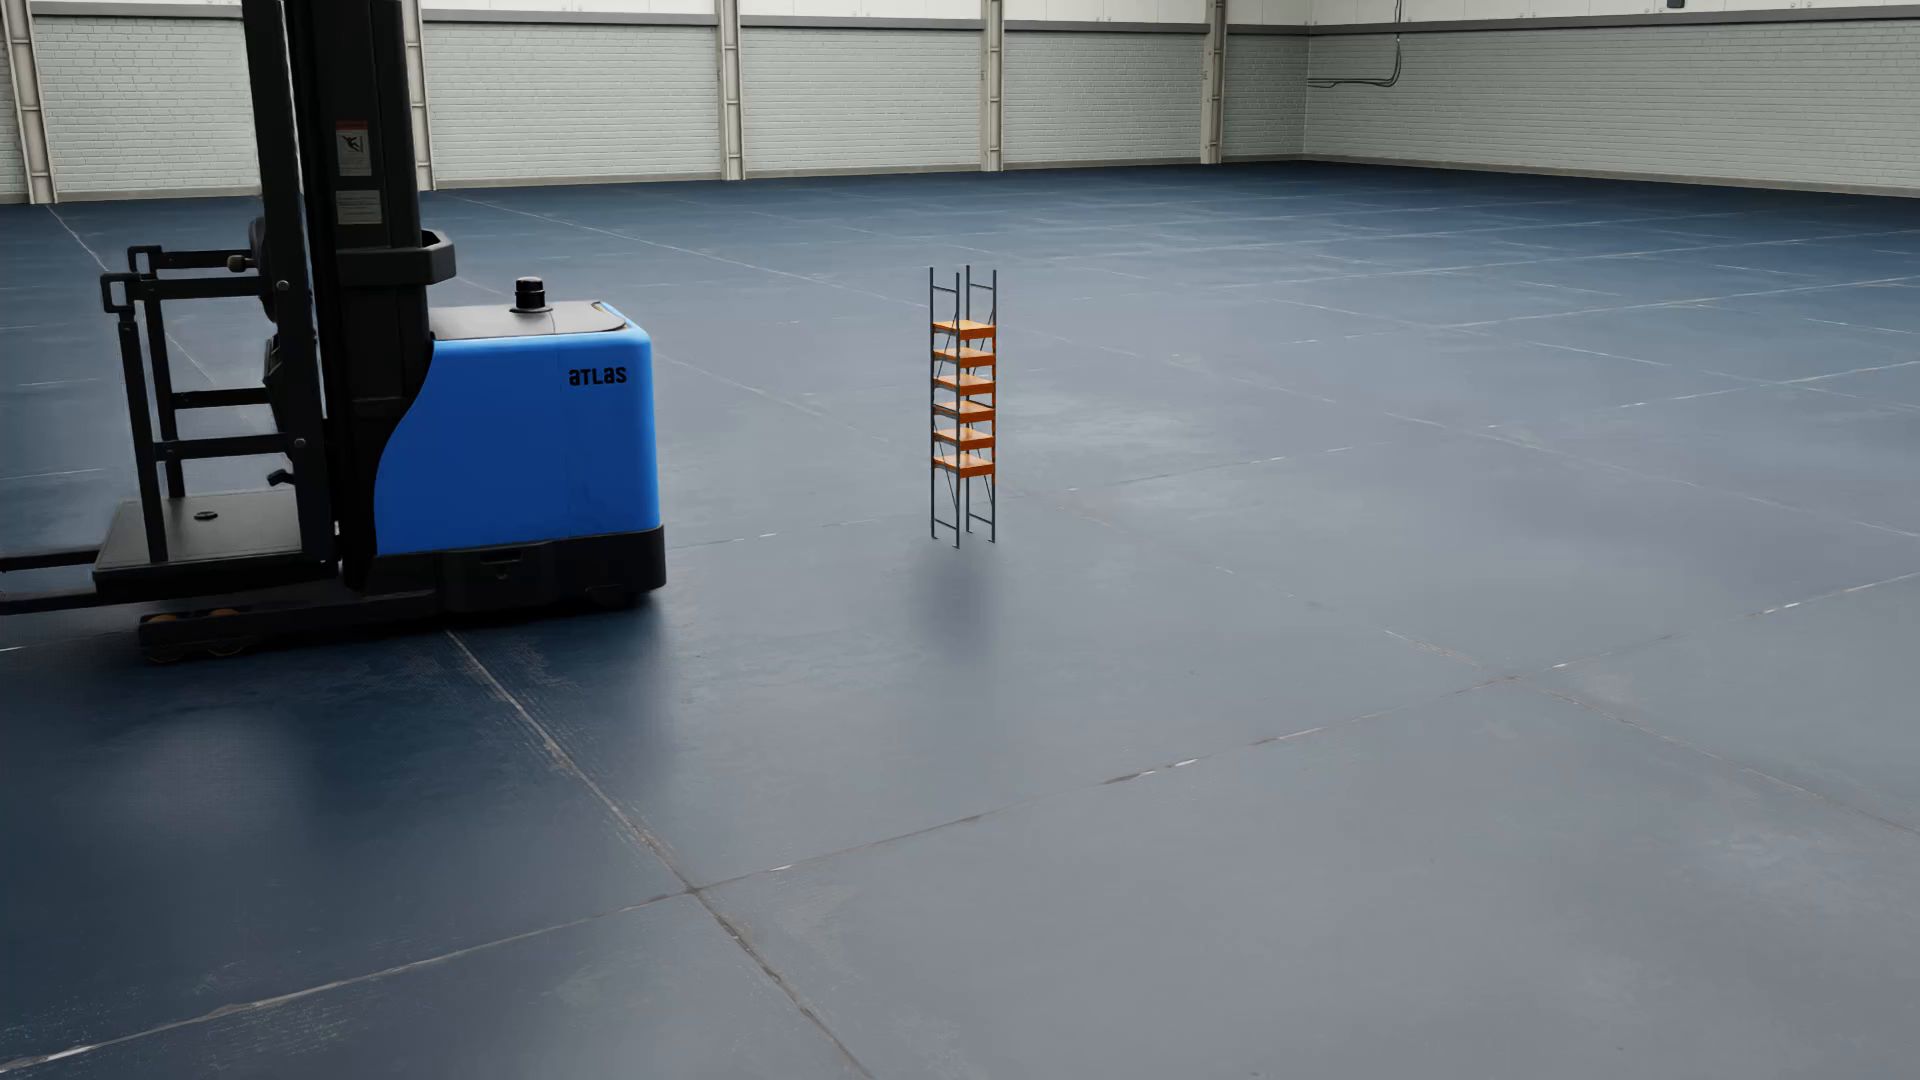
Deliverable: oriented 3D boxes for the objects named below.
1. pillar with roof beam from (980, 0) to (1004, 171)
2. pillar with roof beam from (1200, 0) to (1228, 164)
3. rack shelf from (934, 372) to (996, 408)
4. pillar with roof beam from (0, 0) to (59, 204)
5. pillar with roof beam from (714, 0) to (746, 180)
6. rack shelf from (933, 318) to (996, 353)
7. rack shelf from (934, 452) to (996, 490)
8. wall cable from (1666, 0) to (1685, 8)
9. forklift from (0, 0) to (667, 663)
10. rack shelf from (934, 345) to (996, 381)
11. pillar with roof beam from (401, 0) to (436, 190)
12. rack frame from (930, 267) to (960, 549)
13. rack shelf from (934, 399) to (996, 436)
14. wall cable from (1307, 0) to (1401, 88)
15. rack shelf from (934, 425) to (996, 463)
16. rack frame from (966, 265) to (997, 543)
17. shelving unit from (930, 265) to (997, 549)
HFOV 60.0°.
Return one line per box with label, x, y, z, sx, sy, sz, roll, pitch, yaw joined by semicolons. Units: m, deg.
pillar with roof beam;2.899;-11.266;30.928;0.400;9.000;9.100;-9;18;-30
pillar with roof beam;8.042;-12.100;33.904;0.400;9.000;9.100;-9;18;-30
rack shelf;0.012;-0.653;7.235;0.180;0.103;0.258;-9;18;-30
pillar with roof beam;-12.531;-8.764;22.002;0.400;9.000;9.100;-9;18;-30
pillar with roof beam;-2.244;-10.432;27.953;0.400;9.000;9.100;-9;18;-30
rack shelf;0.012;-0.884;7.170;0.180;0.103;0.258;-9;18;-30
rack shelf;0.012;-0.306;7.332;0.180;0.103;0.258;-9;18;-30
wall cable;13.907;-12.639;29.524;0.169;6.003;2.305;-9;18;-30
forklift;-2.725;-1.140;6.045;3.031;2.935;1.130;-6;17;-20
rack shelf;0.012;-0.768;7.202;0.180;0.103;0.258;-9;18;-30
pillar with roof beam;-7.387;-9.598;24.978;0.400;9.000;9.100;-9;18;-30
rack frame;-0.066;-0.567;7.210;0.006;1.200;0.240;-9;18;-30
rack shelf;0.012;-0.537;7.267;0.180;0.103;0.258;-9;18;-30
wall cable;9.031;-11.705;38.245;0.112;2.526;3.097;-9;18;-30
rack shelf;0.012;-0.421;7.299;0.180;0.103;0.258;-9;18;-30
rack frame;0.091;-0.592;7.300;0.006;1.200;0.240;-9;18;-30
shelving unit;0.012;-0.580;7.255;0.189;1.200;0.258;-9;18;-30
